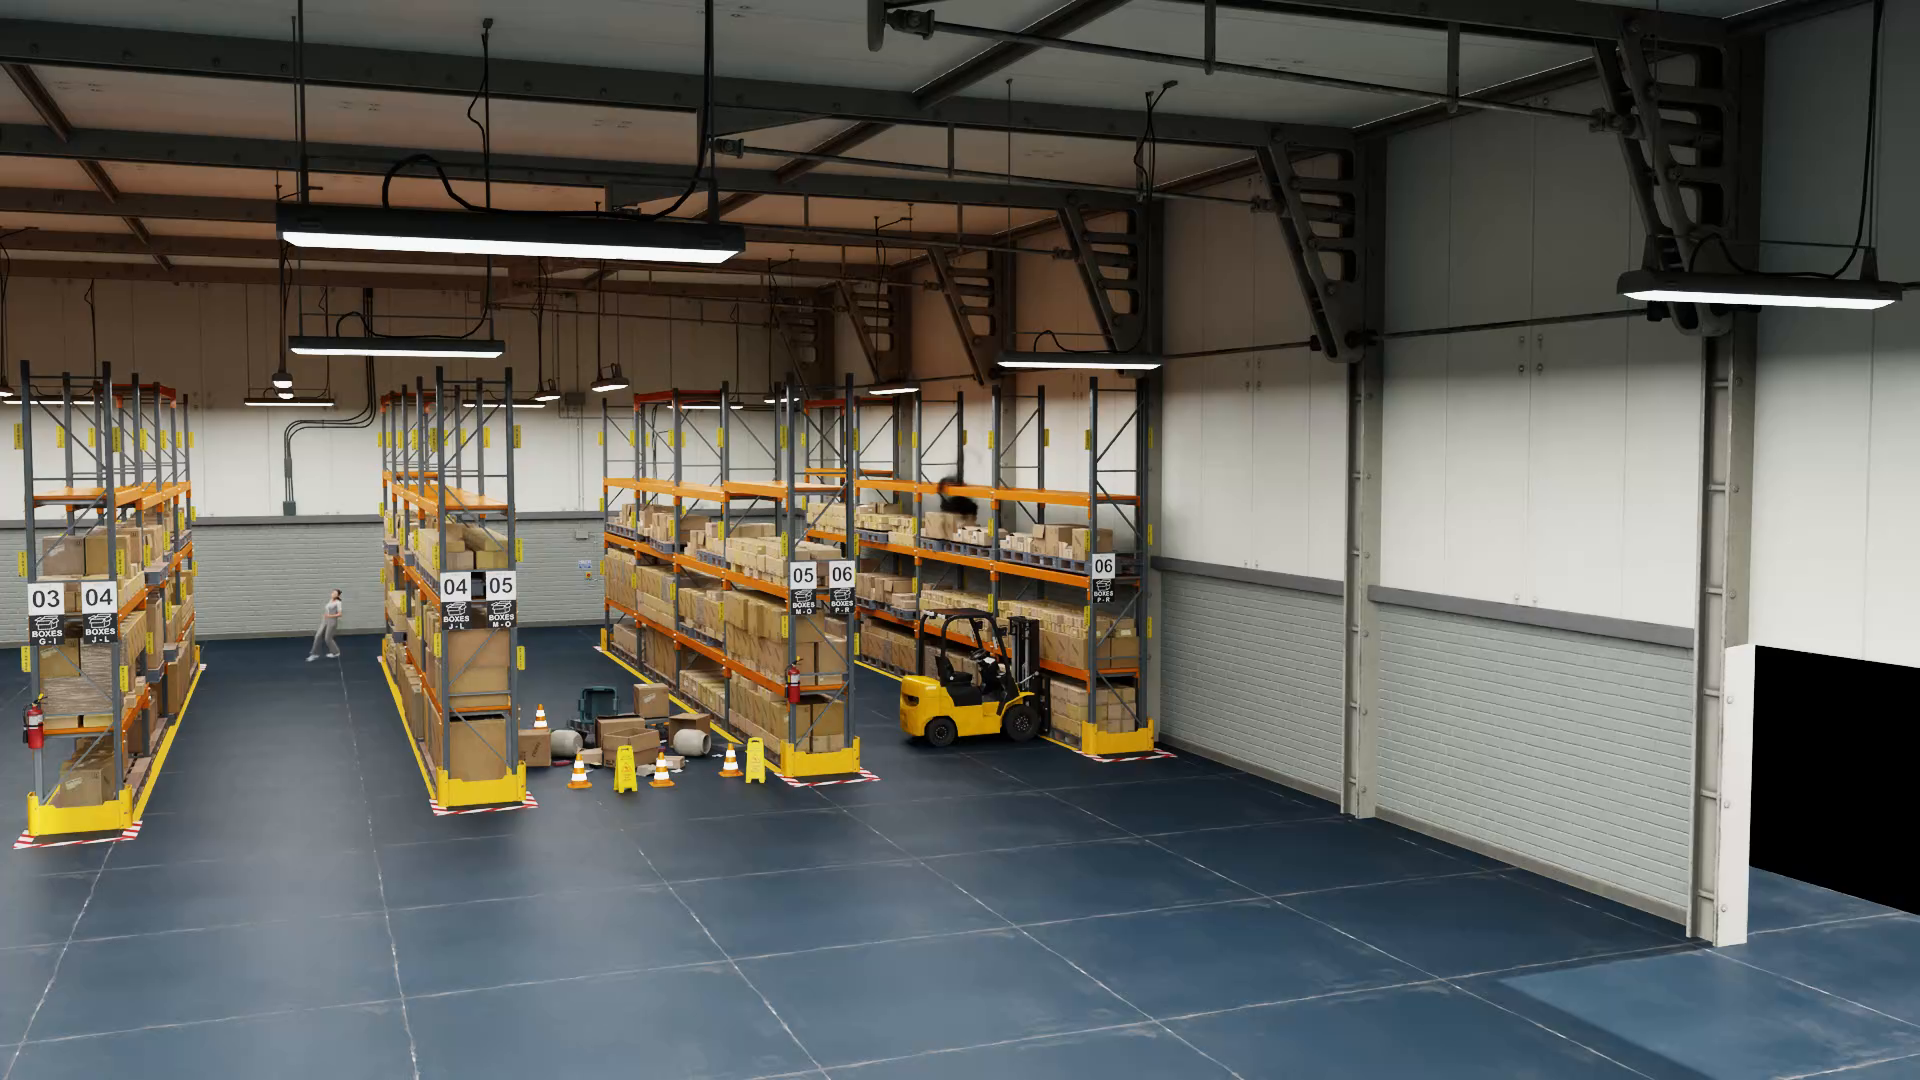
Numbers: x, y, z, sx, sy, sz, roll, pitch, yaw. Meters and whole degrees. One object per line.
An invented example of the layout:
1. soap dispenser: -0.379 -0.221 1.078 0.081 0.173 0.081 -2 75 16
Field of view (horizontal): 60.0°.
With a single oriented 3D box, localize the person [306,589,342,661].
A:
1. person: -14.345 1.921 37.713 0.678 1.640 0.754 2 4 36
